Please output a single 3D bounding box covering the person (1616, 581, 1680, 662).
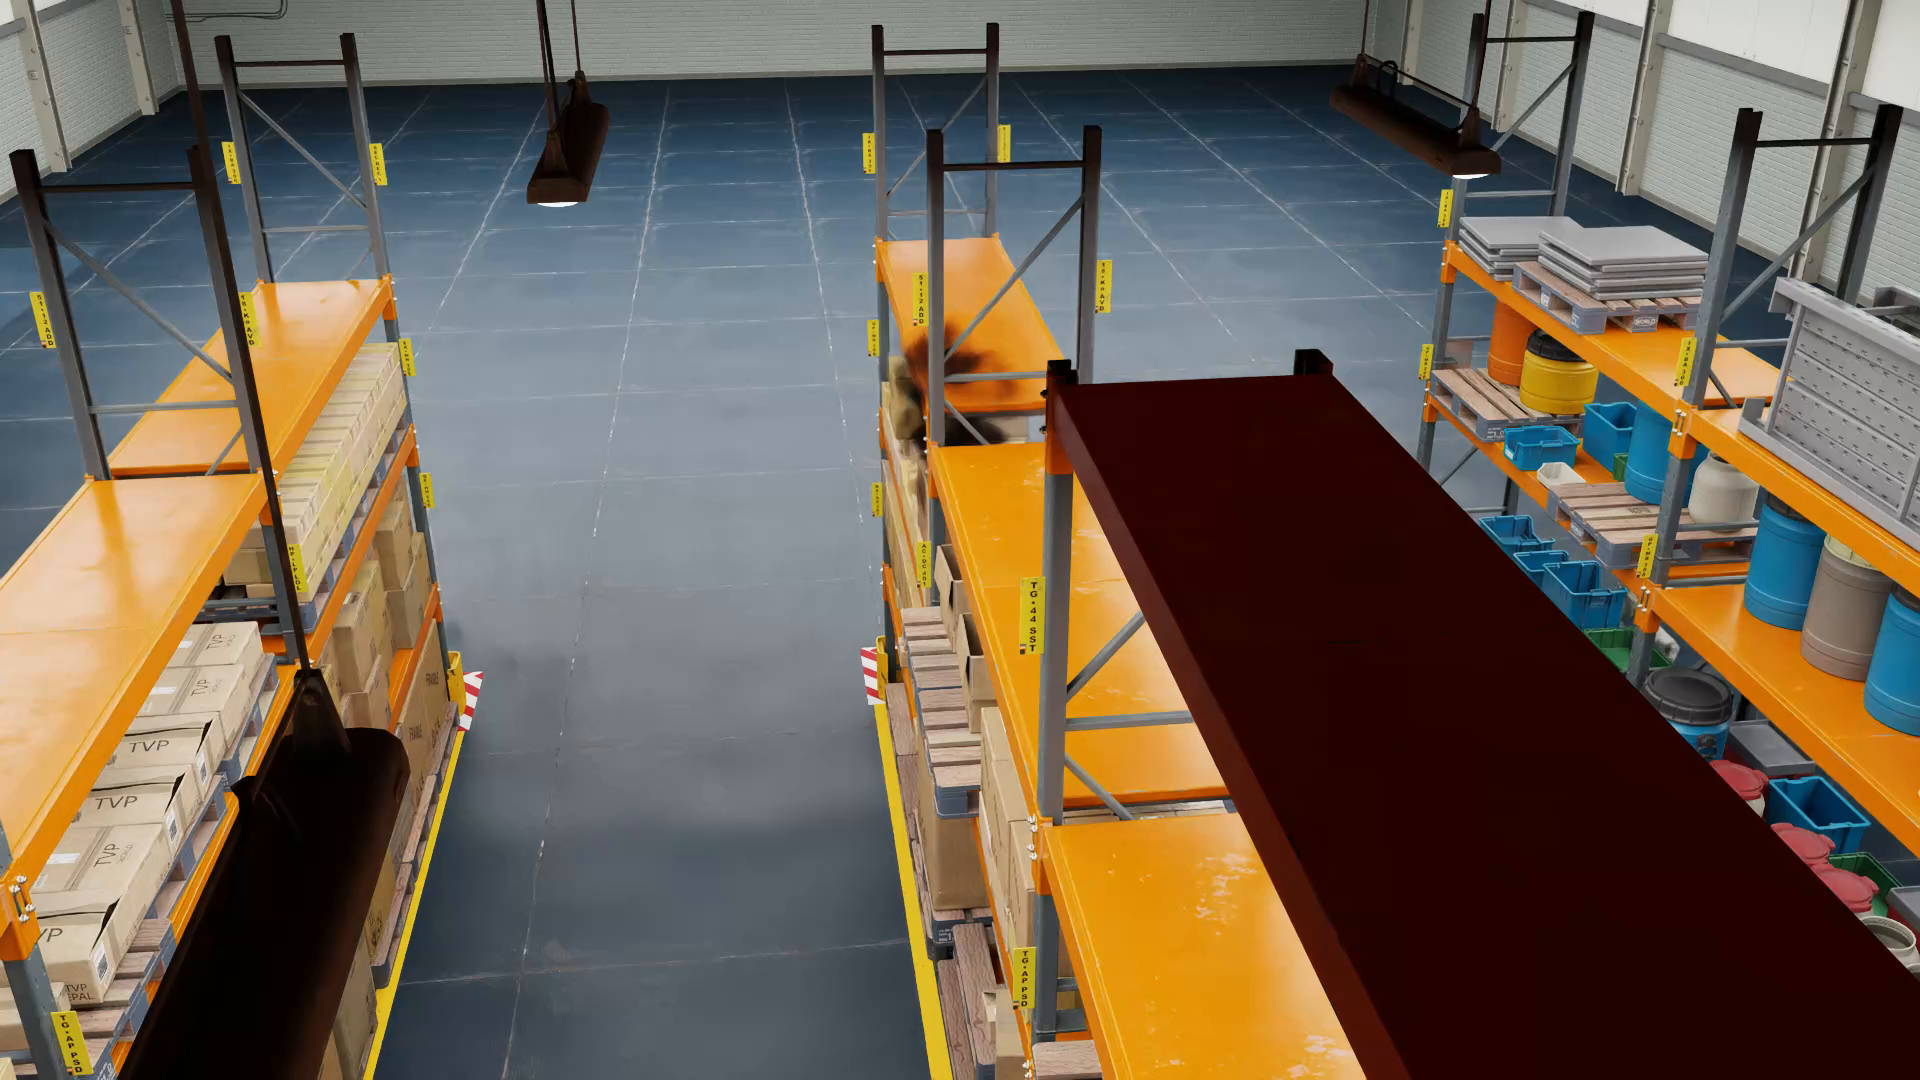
[{"bbox_3d":[6.408,0.536,15.561,0.600,1.642,0.810,-8,27,-16],"label":"person"}]
